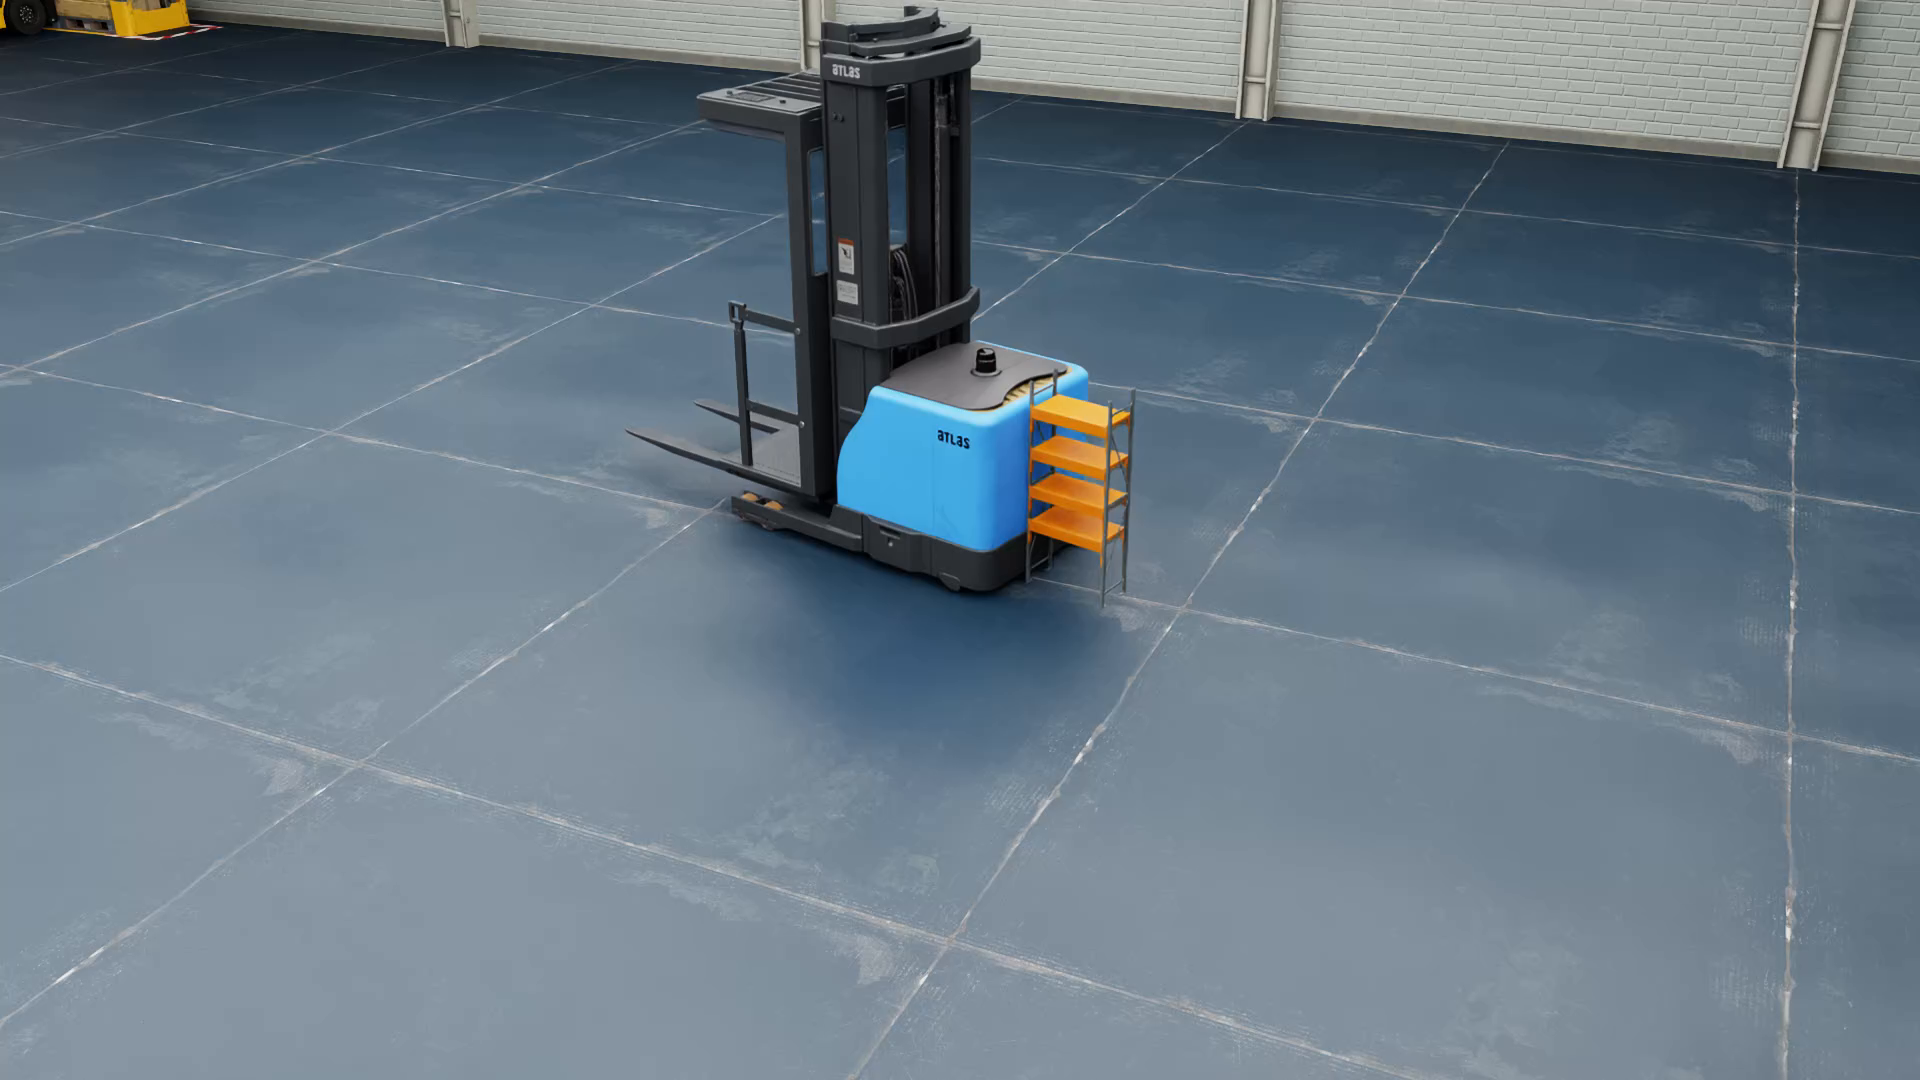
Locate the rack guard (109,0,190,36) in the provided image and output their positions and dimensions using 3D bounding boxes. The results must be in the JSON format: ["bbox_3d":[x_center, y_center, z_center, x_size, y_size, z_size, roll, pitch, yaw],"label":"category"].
[{"bbox_3d":[-12.531,-8.151,25.740,0.348,0.500,1.175,11,28,22],"label":"rack guard"}]

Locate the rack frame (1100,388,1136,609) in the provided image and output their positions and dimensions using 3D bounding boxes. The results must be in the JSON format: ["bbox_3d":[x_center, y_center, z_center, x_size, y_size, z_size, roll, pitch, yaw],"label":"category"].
[{"bbox_3d":[0.834,-0.206,8.810,0.015,1.200,0.240,18,32,33],"label":"rack frame"}]

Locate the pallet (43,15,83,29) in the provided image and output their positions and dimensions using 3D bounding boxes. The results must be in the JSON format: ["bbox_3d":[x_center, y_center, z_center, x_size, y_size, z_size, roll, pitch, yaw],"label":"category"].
[{"bbox_3d":[-14.373,-8.373,26.517,1.213,0.211,1.003,11,28,22],"label":"pallet"}]

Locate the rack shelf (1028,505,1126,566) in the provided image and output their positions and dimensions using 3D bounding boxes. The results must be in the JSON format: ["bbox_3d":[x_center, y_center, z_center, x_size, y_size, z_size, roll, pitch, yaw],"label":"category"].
[{"bbox_3d":[0.639,-0.033,9.060,0.480,0.148,0.258,18,32,33],"label":"rack shelf"}]

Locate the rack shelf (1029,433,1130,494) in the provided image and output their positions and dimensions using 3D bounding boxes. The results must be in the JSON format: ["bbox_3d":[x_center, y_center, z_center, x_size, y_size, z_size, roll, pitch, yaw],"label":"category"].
[{"bbox_3d":[0.639,-0.411,8.873,0.480,0.148,0.258,18,32,33],"label":"rack shelf"}]

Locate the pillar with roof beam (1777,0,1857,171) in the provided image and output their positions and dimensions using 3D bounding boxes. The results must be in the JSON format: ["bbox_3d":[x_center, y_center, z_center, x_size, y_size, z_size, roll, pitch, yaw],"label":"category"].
[{"bbox_3d":[7.252,-6.339,12.438,0.400,9.000,9.100,11,28,22],"label":"pillar with roof beam"}]

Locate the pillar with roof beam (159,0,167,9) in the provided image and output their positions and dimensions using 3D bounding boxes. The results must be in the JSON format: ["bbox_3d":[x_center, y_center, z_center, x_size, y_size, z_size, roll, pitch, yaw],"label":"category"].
[{"bbox_3d":[-14.596,-10.727,21.351,0.400,9.000,9.100,11,28,22],"label":"pillar with roof beam"}]

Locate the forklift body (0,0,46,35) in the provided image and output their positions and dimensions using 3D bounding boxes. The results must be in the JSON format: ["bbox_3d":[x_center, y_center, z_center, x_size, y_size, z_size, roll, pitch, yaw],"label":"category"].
[{"bbox_3d":[-15.034,-8.510,24.599,1.214,2.155,2.313,11,28,22],"label":"forklift body"}]

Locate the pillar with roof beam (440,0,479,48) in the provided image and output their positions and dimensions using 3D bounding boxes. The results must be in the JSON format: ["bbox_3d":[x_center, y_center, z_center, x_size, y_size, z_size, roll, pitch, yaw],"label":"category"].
[{"bbox_3d":[-9.134,-9.630,19.123,0.400,9.000,9.100,11,28,22],"label":"pillar with roof beam"}]

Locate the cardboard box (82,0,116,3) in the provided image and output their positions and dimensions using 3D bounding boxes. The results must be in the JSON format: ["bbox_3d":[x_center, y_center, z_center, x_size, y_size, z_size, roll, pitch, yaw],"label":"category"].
[{"bbox_3d":[-13.125,-8.420,25.527,0.500,0.250,0.500,11,28,21],"label":"cardboard box"}]

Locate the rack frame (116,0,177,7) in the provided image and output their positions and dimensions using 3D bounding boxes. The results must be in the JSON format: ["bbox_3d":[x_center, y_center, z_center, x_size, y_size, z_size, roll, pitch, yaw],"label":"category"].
[{"bbox_3d":[-12.553,-9.277,25.197,0.127,3.000,1.000,11,28,22],"label":"rack frame"}]

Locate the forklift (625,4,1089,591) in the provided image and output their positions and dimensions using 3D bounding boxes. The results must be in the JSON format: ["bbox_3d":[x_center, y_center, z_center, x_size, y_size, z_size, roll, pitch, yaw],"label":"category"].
[{"bbox_3d":[-0.748,-1.541,9.562,3.031,2.935,1.130,18,32,33],"label":"forklift"}]

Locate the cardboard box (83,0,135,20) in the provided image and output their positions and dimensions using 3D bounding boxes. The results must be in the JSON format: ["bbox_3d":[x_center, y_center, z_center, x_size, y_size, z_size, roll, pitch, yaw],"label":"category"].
[{"bbox_3d":[-13.111,-8.191,25.628,0.500,0.250,0.500,12,28,22],"label":"cardboard box"}]

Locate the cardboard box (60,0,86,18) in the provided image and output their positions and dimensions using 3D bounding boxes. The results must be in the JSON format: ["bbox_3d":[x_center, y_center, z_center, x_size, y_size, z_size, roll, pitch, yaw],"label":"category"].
[{"bbox_3d":[-13.560,-8.286,25.821,0.500,0.250,0.500,11,28,22],"label":"cardboard box"}]

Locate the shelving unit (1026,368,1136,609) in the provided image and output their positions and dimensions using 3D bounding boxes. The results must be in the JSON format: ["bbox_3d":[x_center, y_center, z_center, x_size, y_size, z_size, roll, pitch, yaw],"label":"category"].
[{"bbox_3d":[0.639,-0.271,8.942,0.503,1.200,0.258,18,32,33],"label":"shelving unit"}]

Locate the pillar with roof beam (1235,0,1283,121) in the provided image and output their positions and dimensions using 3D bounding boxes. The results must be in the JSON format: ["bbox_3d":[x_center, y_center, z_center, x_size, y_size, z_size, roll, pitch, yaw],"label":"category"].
[{"bbox_3d":[1.790,-7.436,14.666,0.400,9.000,9.100,11,28,22],"label":"pillar with roof beam"}]

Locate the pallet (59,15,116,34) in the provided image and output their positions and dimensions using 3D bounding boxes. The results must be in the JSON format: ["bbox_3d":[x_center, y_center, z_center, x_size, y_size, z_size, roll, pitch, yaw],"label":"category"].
[{"bbox_3d":[-13.266,-8.149,26.063,1.213,0.211,1.003,11,28,22],"label":"pallet"}]

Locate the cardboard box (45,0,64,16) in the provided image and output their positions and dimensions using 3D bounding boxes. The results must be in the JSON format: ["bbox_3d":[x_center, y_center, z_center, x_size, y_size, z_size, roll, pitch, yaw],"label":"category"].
[{"bbox_3d":[-14.012,-8.381,26.014,0.500,0.250,0.500,12,29,22],"label":"cardboard box"}]

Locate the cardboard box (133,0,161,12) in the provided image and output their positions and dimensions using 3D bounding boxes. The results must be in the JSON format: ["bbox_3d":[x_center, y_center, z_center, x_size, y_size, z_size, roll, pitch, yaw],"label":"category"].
[{"bbox_3d":[-12.919,-8.400,26.054,0.500,0.250,0.500,11,28,22],"label":"cardboard box"}]

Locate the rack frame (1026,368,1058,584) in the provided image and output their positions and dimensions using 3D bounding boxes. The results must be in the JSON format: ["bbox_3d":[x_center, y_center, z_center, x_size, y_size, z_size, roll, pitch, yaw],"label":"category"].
[{"bbox_3d":[0.445,-0.336,9.074,0.015,1.200,0.240,18,32,33],"label":"rack frame"}]

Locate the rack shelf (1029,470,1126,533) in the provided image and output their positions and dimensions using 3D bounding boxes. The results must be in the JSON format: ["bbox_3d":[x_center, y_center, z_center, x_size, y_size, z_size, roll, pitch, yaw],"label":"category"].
[{"bbox_3d":[0.639,-0.211,8.972,0.480,0.148,0.258,18,32,33],"label":"rack shelf"}]

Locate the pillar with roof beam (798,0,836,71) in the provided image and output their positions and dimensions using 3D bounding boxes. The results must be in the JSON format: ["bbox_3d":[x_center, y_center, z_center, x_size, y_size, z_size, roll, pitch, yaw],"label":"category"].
[{"bbox_3d":[-3.672,-8.533,16.894,0.400,9.000,9.100,11,28,22],"label":"pillar with roof beam"}]

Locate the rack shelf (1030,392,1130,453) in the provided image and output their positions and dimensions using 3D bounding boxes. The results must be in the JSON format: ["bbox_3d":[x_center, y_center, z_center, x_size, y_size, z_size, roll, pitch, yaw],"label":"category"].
[{"bbox_3d":[0.639,-0.624,8.769,0.480,0.148,0.258,18,32,33],"label":"rack shelf"}]
